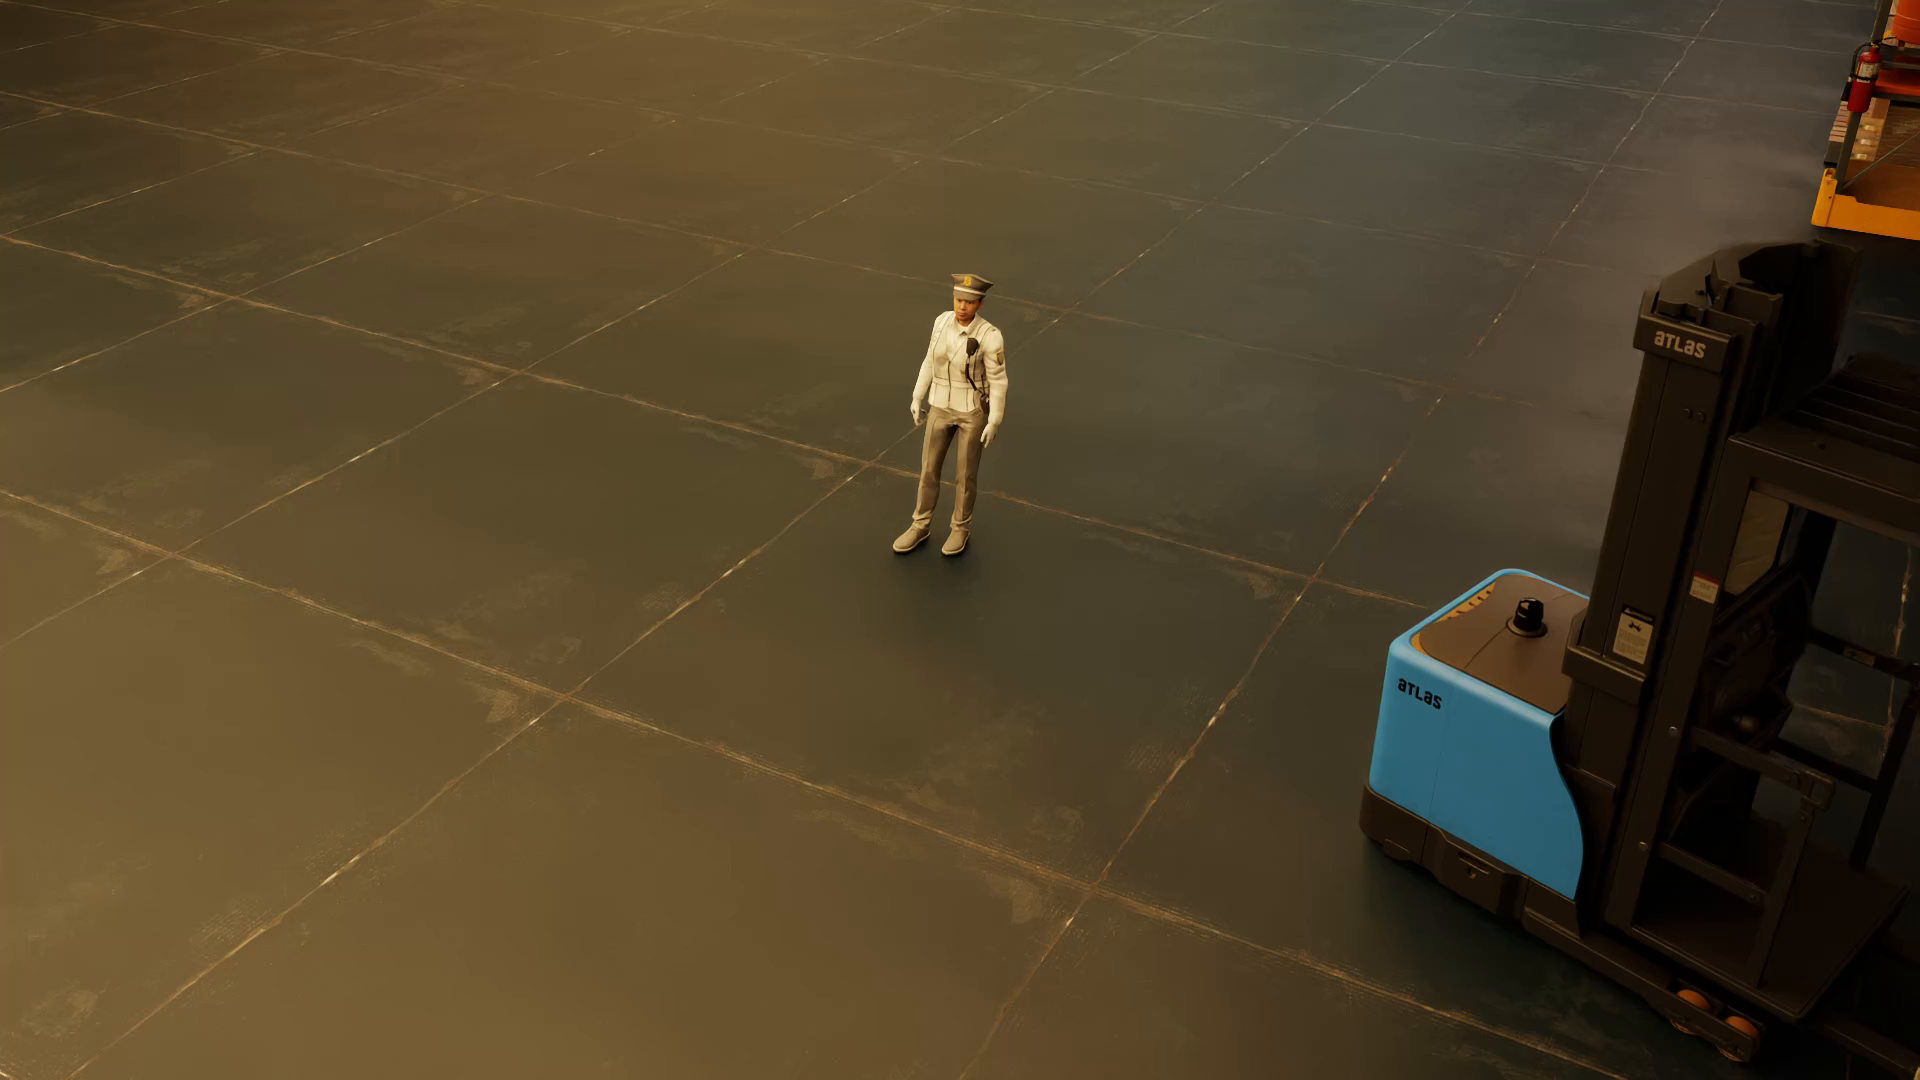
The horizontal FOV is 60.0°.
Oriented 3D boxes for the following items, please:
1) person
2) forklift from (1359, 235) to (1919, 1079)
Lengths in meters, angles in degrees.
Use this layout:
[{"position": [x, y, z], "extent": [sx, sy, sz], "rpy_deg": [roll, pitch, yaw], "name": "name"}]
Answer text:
[{"position": [-0.039, -0.712, 9.526], "extent": [0.587, 1.695, 0.531], "rpy_deg": [15, 33, 25], "name": "person"}, {"position": [3.199, 0.469, 6.259], "extent": [1.130, 2.935, 3.031], "rpy_deg": [-25, 38, -36], "name": "forklift"}]
